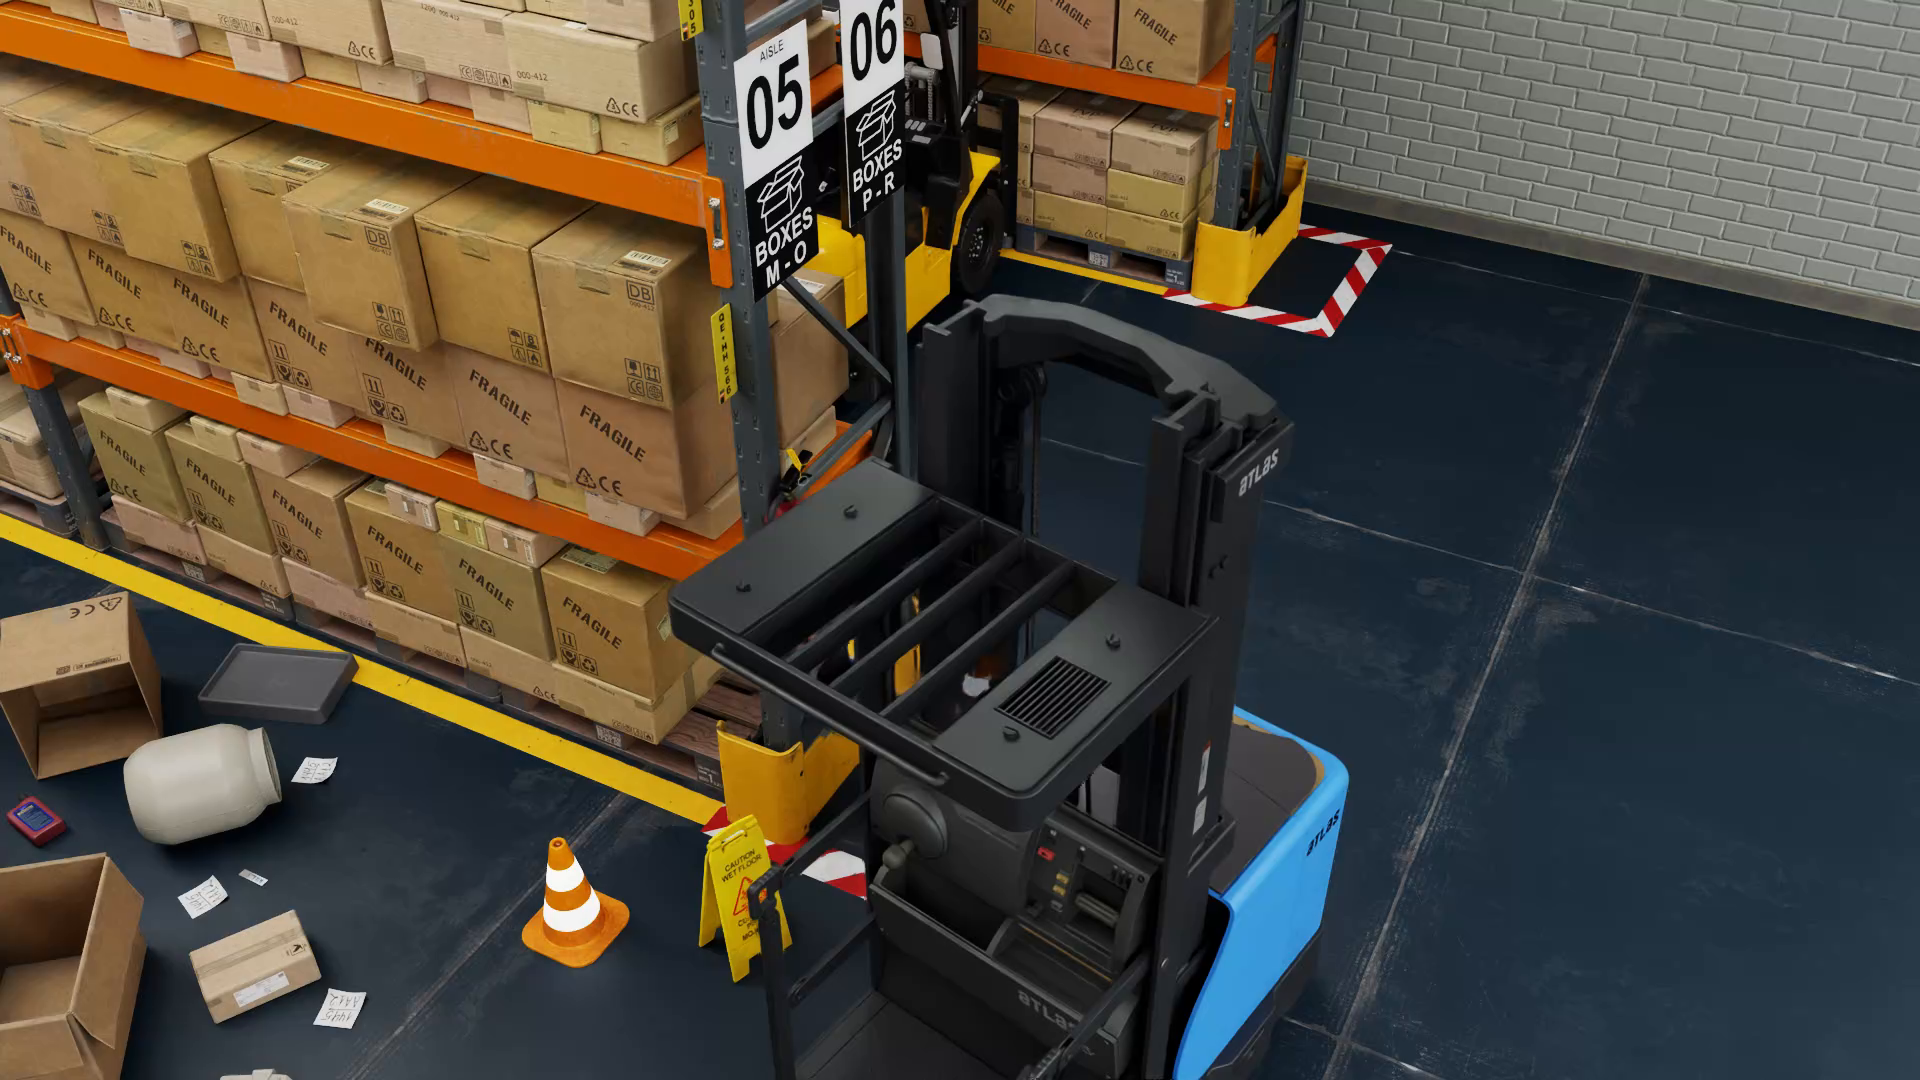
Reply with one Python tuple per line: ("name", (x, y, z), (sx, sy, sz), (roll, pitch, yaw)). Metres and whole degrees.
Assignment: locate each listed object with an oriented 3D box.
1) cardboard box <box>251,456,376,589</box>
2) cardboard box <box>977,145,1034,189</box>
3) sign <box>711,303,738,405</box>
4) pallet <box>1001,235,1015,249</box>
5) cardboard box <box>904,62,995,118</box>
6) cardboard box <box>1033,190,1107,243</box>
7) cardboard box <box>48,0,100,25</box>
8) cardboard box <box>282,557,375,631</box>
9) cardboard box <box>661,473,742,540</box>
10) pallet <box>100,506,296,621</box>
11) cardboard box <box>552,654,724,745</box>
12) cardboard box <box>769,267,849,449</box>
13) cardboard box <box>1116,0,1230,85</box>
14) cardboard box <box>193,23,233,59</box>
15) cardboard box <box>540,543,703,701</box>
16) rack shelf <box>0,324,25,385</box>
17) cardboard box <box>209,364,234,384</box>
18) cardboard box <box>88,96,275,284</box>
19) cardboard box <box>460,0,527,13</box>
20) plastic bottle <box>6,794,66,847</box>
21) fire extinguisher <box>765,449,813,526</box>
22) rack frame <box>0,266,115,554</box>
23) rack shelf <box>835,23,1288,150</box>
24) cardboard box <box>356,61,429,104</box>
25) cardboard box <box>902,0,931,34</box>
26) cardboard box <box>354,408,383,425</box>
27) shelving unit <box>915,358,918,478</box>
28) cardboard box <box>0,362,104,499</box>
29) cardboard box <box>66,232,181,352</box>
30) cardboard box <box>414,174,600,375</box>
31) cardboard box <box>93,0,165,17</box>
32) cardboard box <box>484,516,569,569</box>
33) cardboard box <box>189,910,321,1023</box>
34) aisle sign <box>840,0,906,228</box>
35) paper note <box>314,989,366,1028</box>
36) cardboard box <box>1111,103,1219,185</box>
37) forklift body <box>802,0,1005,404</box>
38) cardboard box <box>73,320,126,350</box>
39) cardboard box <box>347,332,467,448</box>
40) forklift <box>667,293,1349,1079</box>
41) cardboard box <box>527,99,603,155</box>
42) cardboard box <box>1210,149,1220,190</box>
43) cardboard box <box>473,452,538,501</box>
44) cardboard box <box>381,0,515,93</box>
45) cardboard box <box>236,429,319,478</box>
("cardboard box", (-2.694, -0.187, 7.322), (0.500, 0.500, 0.500), (20, 41, 24))
("cardboard box", (0.313, -2.483, 10.553), (0.500, 0.250, 0.500), (16, 40, 20))
("sign", (-0.755, -0.595, 5.334), (0.005, 0.325, 0.100), (17, 41, 21))
("pallet", (0.020, -2.386, 11.218), (1.213, 0.211, 1.003), (17, 41, 21))
("cardboard box", (-0.110, -2.816, 10.579), (0.500, 0.250, 0.500), (17, 40, 21))
("cardboard box", (0.798, -2.143, 10.519), (0.500, 0.250, 0.500), (17, 41, 21))
("cardboard box", (-3.188, -2.086, 6.244), (0.250, 0.149, 0.380), (19, 41, 23))
("cardboard box", (-2.683, 0.113, 7.547), (0.500, 0.250, 0.500), (17, 40, 21))
("cardboard box", (-0.912, -0.190, 6.227), (0.250, 0.149, 0.380), (19, 41, 23))
("pallet", (-3.421, -0.134, 8.252), (1.213, 0.211, 1.003), (17, 41, 21))
("cardboard box", (-1.345, 0.540, 6.984), (0.500, 0.250, 0.500), (17, 40, 21))
("cardboard box", (-0.775, -0.739, 6.414), (0.500, 0.500, 0.500), (17, 40, 21))
("cardboard box", (1.240, -3.002, 9.641), (0.500, 0.500, 0.500), (16, 40, 21))
("cardboard box", (-2.499, -1.859, 5.945), (0.250, 0.149, 0.380), (18, 41, 22))
("cardboard box", (-1.313, 0.246, 6.752), (0.500, 0.500, 0.500), (18, 41, 22))
("rack shelf", (-5.810, -1.682, 8.580), (4.000, 0.370, 1.077), (17, 41, 21))
("cardboard box", (-2.949, -0.808, 7.042), (0.250, 0.149, 0.380), (17, 40, 21))
("cardboard box", (-2.866, -1.423, 6.487), (0.500, 0.500, 0.700), (17, 40, 21))
("cardboard box", (-1.364, -1.802, 5.210), (0.250, 0.149, 0.380), (17, 40, 21))
("plastic bottle", (-3.750, 1.123, 6.719), (0.283, 0.061, 0.133), (25, 44, 29))
("fire extinguisher", (-0.592, 0.010, 5.820), (0.183, 0.674, 0.296), (17, 41, 21))
("rack frame", (-4.034, -1.413, 7.630), (0.127, 3.000, 1.000), (17, 41, 21))
("rack shelf", (0.022, -3.236, 10.627), (4.000, 0.370, 1.077), (17, 41, 21))
("cardboard box", (-1.821, -1.638, 5.654), (0.250, 0.149, 0.380), (17, 40, 21))
("cardboard box", (-0.123, -3.428, 10.202), (0.500, 0.500, 0.500), (18, 41, 22))
("cardboard box", (-2.261, -0.625, 6.800), (0.250, 0.149, 0.380), (17, 41, 21))
("shelving unit", (-0.048, -0.433, 7.952), (0.252, 1.050, 0.215), (17, 41, 21))
("cardboard box", (-4.501, -0.678, 8.488), (0.625, 0.372, 0.950), (18, 41, 22))
("cardboard box", (-3.315, -1.172, 6.984), (0.500, 0.500, 0.500), (17, 40, 21))
("cardboard box", (-1.482, -1.027, 5.966), (0.500, 0.500, 0.700), (18, 41, 22))
("cardboard box", (-2.868, -2.112, 5.949), (0.500, 0.250, 0.500), (18, 41, 22))
("cardboard box", (-1.670, -0.078, 6.642), (0.250, 0.149, 0.380), (19, 41, 23))
("cardboard box", (-2.574, 1.555, 6.078), (0.380, 0.149, 0.250), (-21, 42, -25))
("aisle sign", (-0.284, -1.485, 5.575), (0.004, 0.787, 0.394), (17, 41, 21))
("paper note", (-2.237, 1.688, 6.001), (0.142, 0.019, 0.148), (4, 37, 6))
("cardboard box", (1.245, -2.397, 10.027), (0.500, 0.250, 0.500), (19, 41, 23))
("forklift body", (-0.725, -2.176, 9.338), (1.214, 2.155, 2.313), (17, 41, 21))
("cardboard box", (-3.653, -1.010, 7.308), (0.250, 0.149, 0.380), (19, 41, 23))
("cardboard box", (-1.976, -0.744, 6.421), (0.500, 0.500, 0.500), (17, 40, 21))
("forklift", (-0.006, 0.938, 4.590), (1.130, 2.935, 3.031), (26, 44, 30))
("cardboard box", (-1.163, -1.396, 5.335), (0.250, 0.149, 0.380), (18, 41, 22))
("cardboard box", (1.476, -2.480, 10.549), (0.500, 0.250, 0.500), (18, 41, 22))
("cardboard box", (-1.649, -0.339, 6.423), (0.250, 0.149, 0.380), (18, 41, 22))
("cardboard box", (-1.500, -1.699, 5.405), (0.500, 0.250, 0.500), (17, 40, 21))
("cardboard box", (-2.853, -0.451, 7.133), (0.250, 0.149, 0.380), (20, 41, 24))
